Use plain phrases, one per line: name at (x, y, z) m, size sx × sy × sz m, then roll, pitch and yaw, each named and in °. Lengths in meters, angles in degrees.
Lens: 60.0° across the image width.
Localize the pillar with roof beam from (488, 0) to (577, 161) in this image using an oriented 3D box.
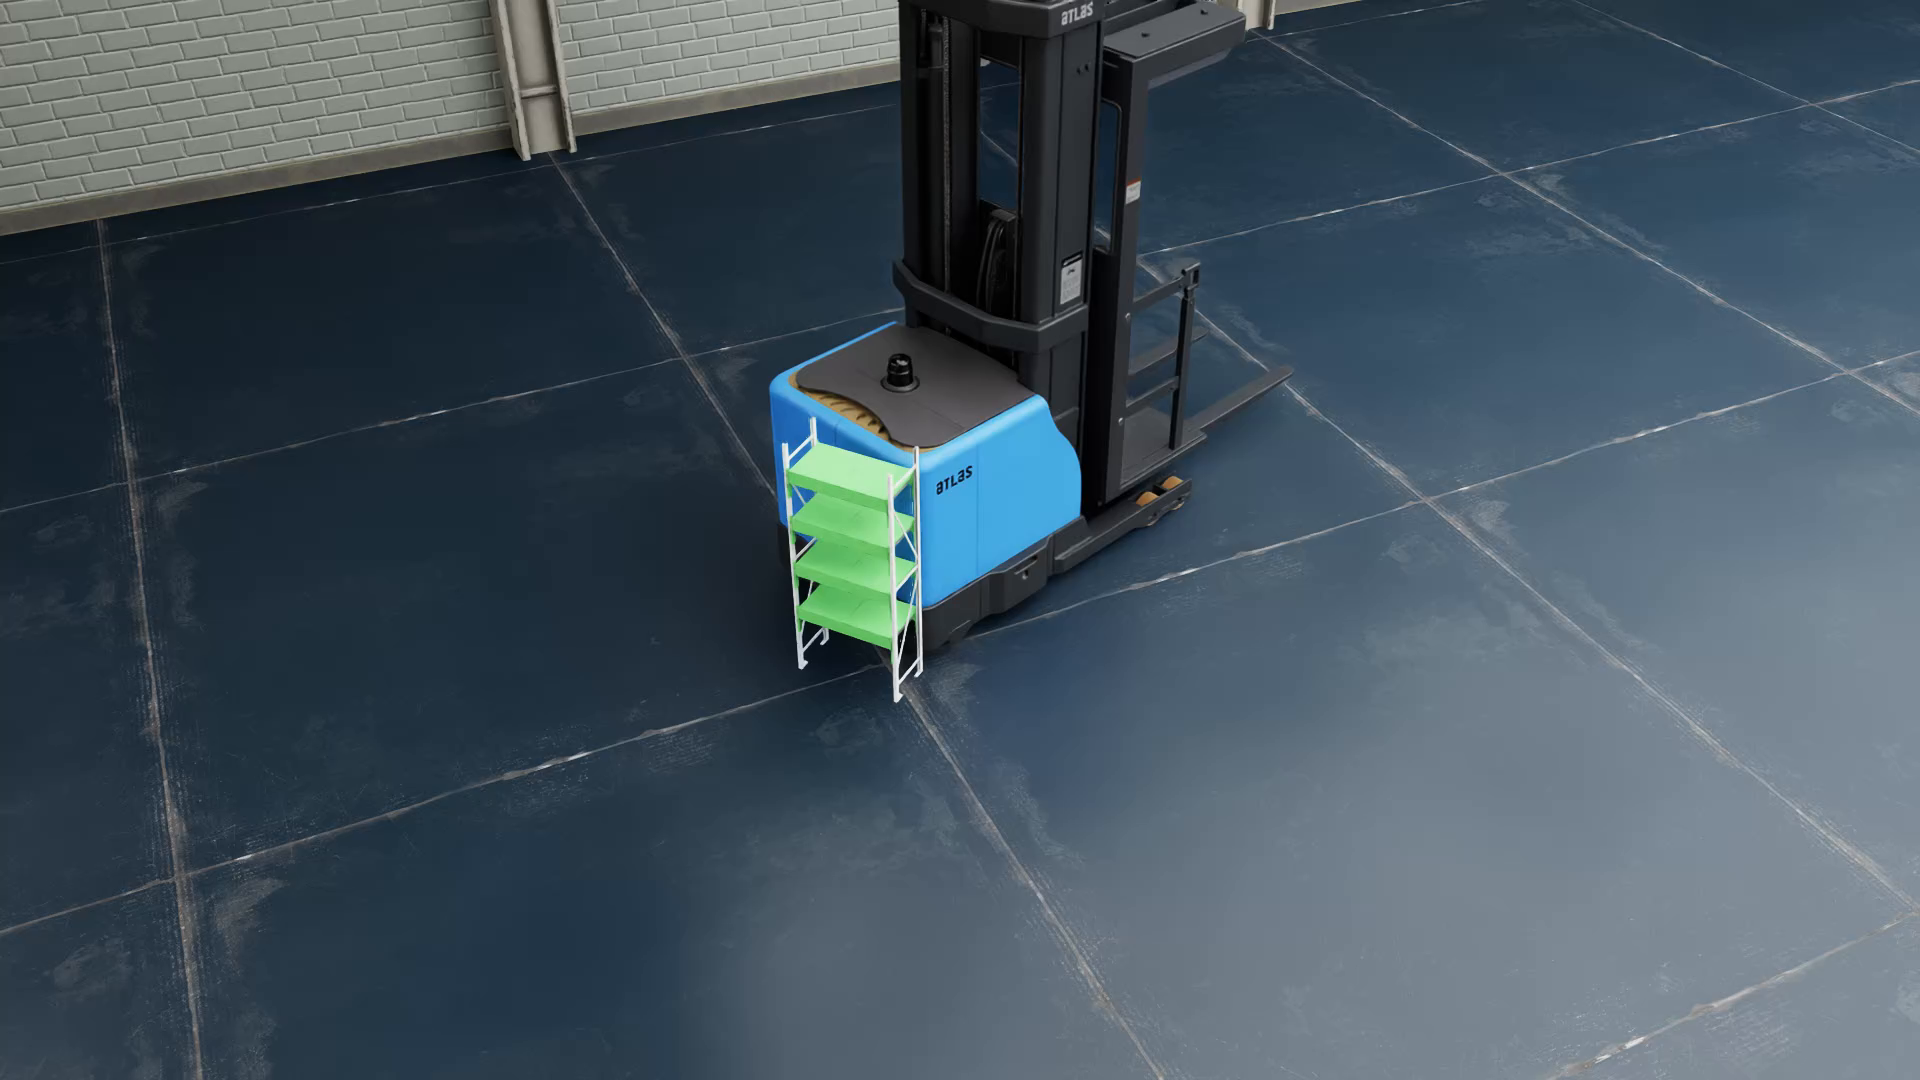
pillar with roof beam at (-1.188, -4.141, 6.280) m, size 0.400 × 9.000 × 9.100 m, roll -16°, pitch 39°, yaw -20°

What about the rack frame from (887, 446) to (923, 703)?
rack frame at (-0.229, 0.167, 7.018) m, size 0.015 × 1.200 × 0.240 m, roll 17°, pitch 40°, yaw 22°

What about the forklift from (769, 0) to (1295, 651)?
forklift at (0.534, -1.448, 7.742) m, size 3.031 × 2.935 × 1.130 m, roll -30°, pitch 46°, yaw -34°

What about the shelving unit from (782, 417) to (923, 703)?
shelving unit at (-0.446, 0.100, 7.108) m, size 0.503 × 1.200 × 0.258 m, roll 17°, pitch 40°, yaw 22°

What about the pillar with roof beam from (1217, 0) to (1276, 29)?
pillar with roof beam at (4.243, -5.660, 8.327) m, size 0.400 × 9.000 × 9.100 m, roll -16°, pitch 39°, yaw -20°

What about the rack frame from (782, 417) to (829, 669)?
rack frame at (-0.663, 0.034, 7.197) m, size 0.015 × 1.200 × 0.240 m, roll 17°, pitch 40°, yaw 22°

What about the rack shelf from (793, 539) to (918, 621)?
rack shelf at (-0.446, 0.151, 7.146) m, size 0.480 × 0.148 × 0.258 m, roll 17°, pitch 40°, yaw 22°

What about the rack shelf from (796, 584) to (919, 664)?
rack shelf at (-0.446, 0.344, 7.289) m, size 0.480 × 0.148 × 0.258 m, roll 17°, pitch 40°, yaw 22°

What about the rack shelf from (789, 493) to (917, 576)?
rack shelf at (-0.446, -0.041, 7.003) m, size 0.480 × 0.148 × 0.258 m, roll 17°, pitch 40°, yaw 22°

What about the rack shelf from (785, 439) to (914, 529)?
rack shelf at (-0.446, -0.234, 6.860) m, size 0.480 × 0.148 × 0.258 m, roll 17°, pitch 40°, yaw 22°
